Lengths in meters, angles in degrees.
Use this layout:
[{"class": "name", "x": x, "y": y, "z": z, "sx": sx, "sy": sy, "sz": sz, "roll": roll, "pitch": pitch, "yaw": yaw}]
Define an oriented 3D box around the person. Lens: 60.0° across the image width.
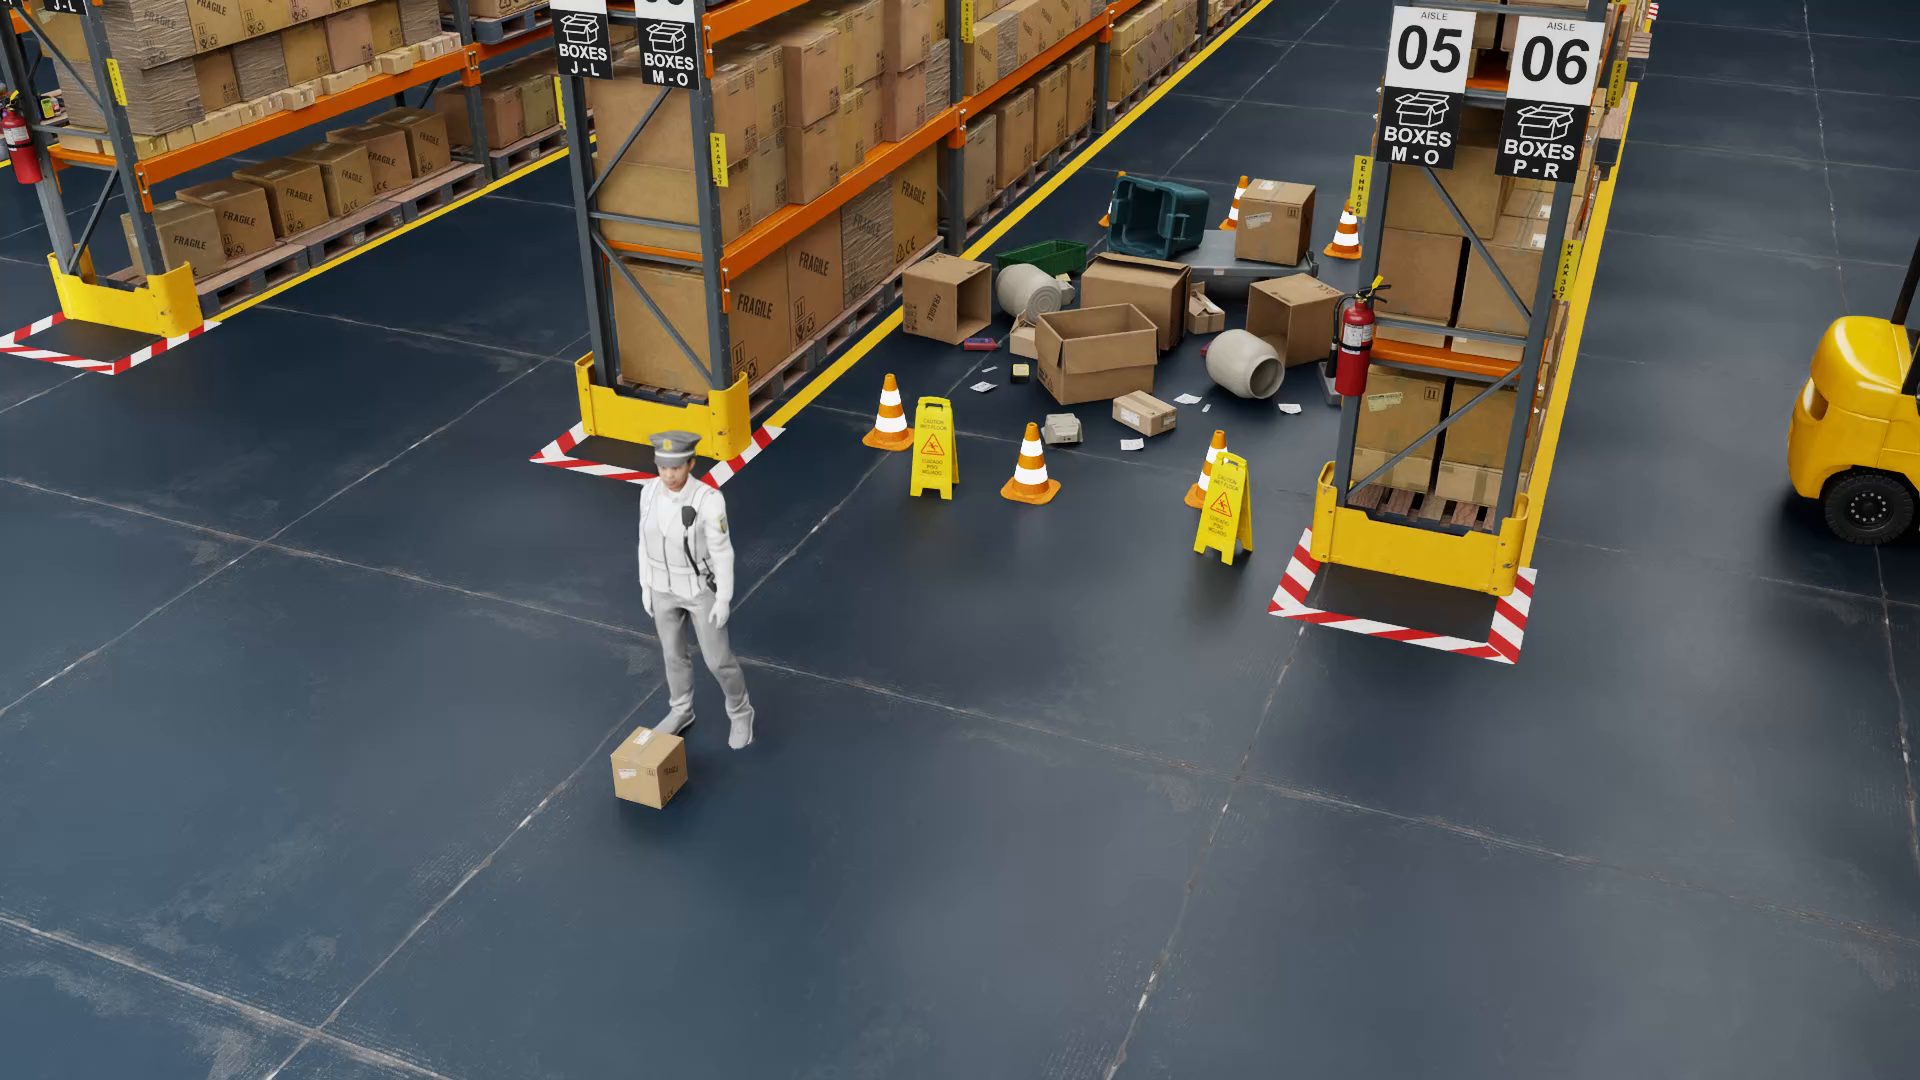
[{"class": "person", "x": -1.287, "y": 0.256, "z": 7.957, "sx": 0.510, "sy": 1.740, "sz": 0.399, "roll": 12, "pitch": 32, "yaw": 20}]
